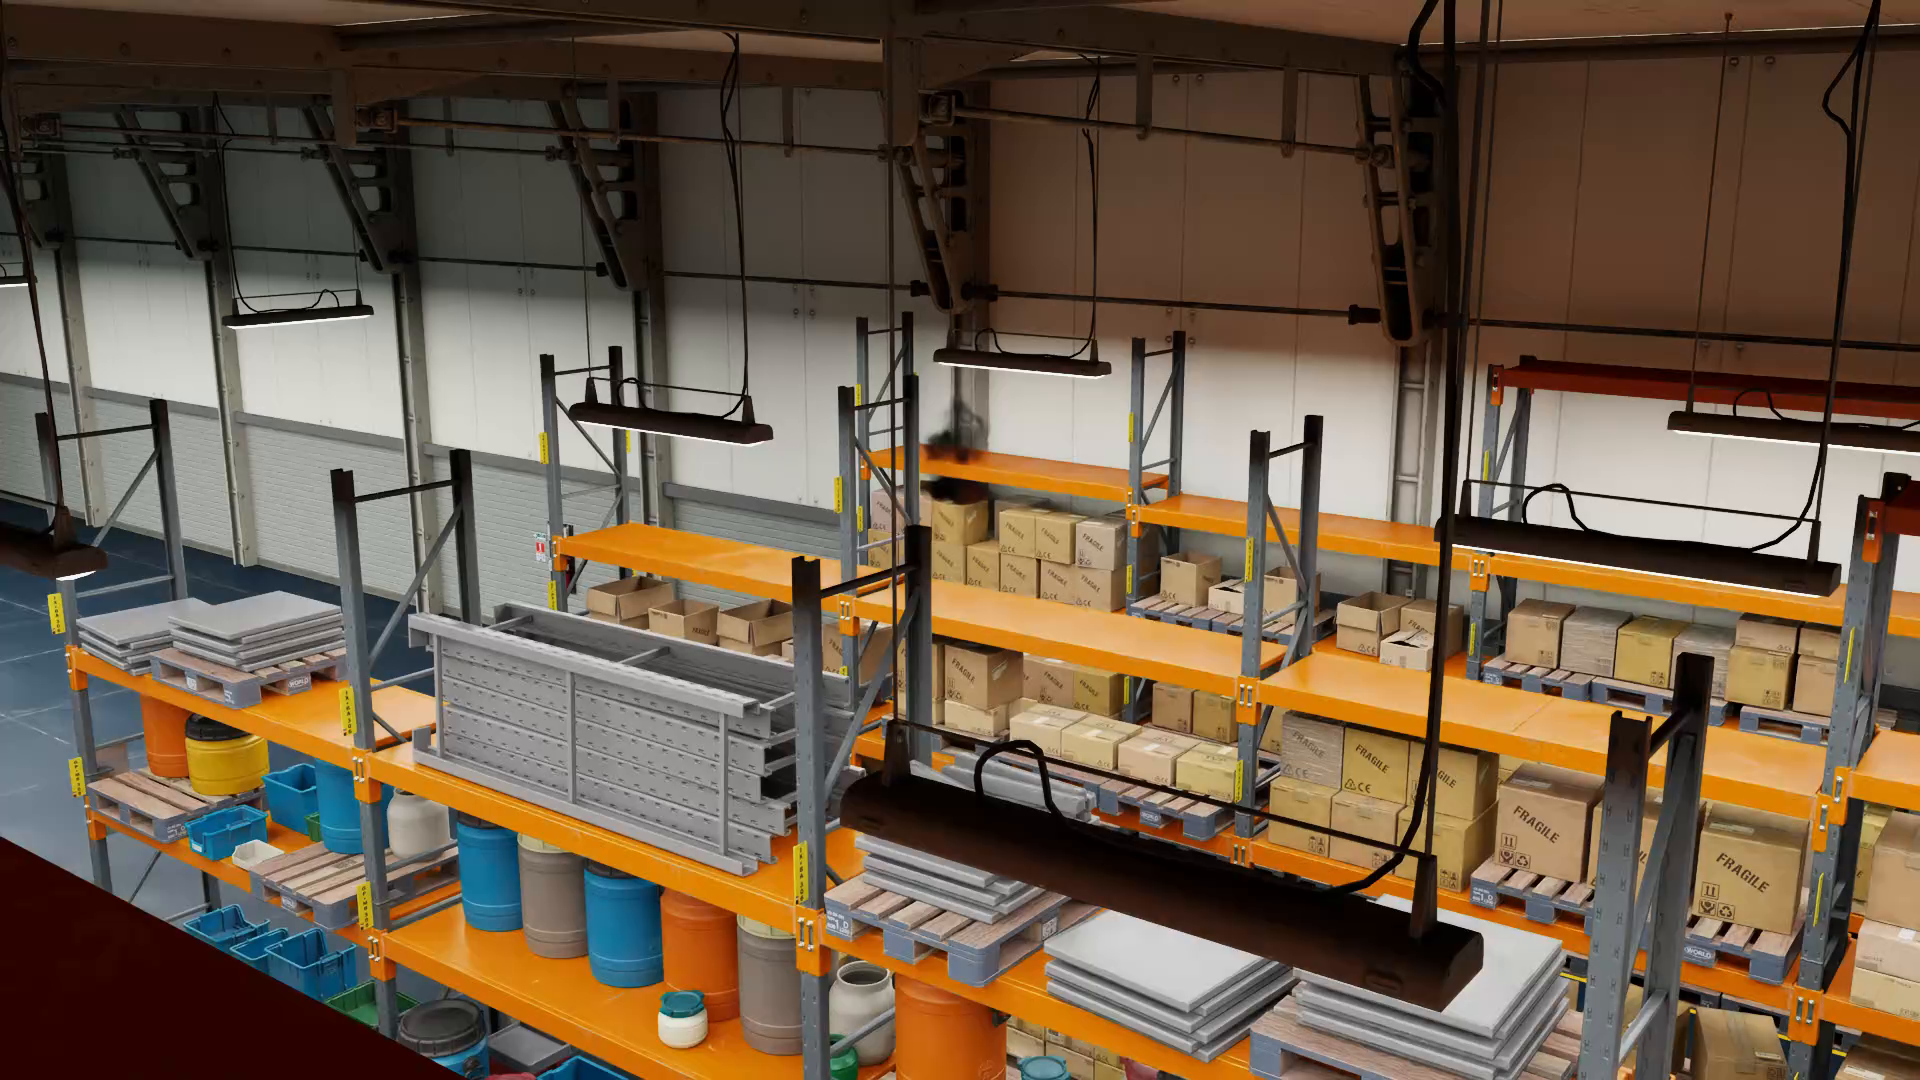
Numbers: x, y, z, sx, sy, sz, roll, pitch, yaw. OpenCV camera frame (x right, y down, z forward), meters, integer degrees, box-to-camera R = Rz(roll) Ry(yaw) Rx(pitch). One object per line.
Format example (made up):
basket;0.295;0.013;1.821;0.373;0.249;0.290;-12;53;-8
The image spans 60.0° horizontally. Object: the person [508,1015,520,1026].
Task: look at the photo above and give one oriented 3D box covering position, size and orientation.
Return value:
person;-4.003;3.789;15.082;0.689;1.821;0.642;6;14;23
